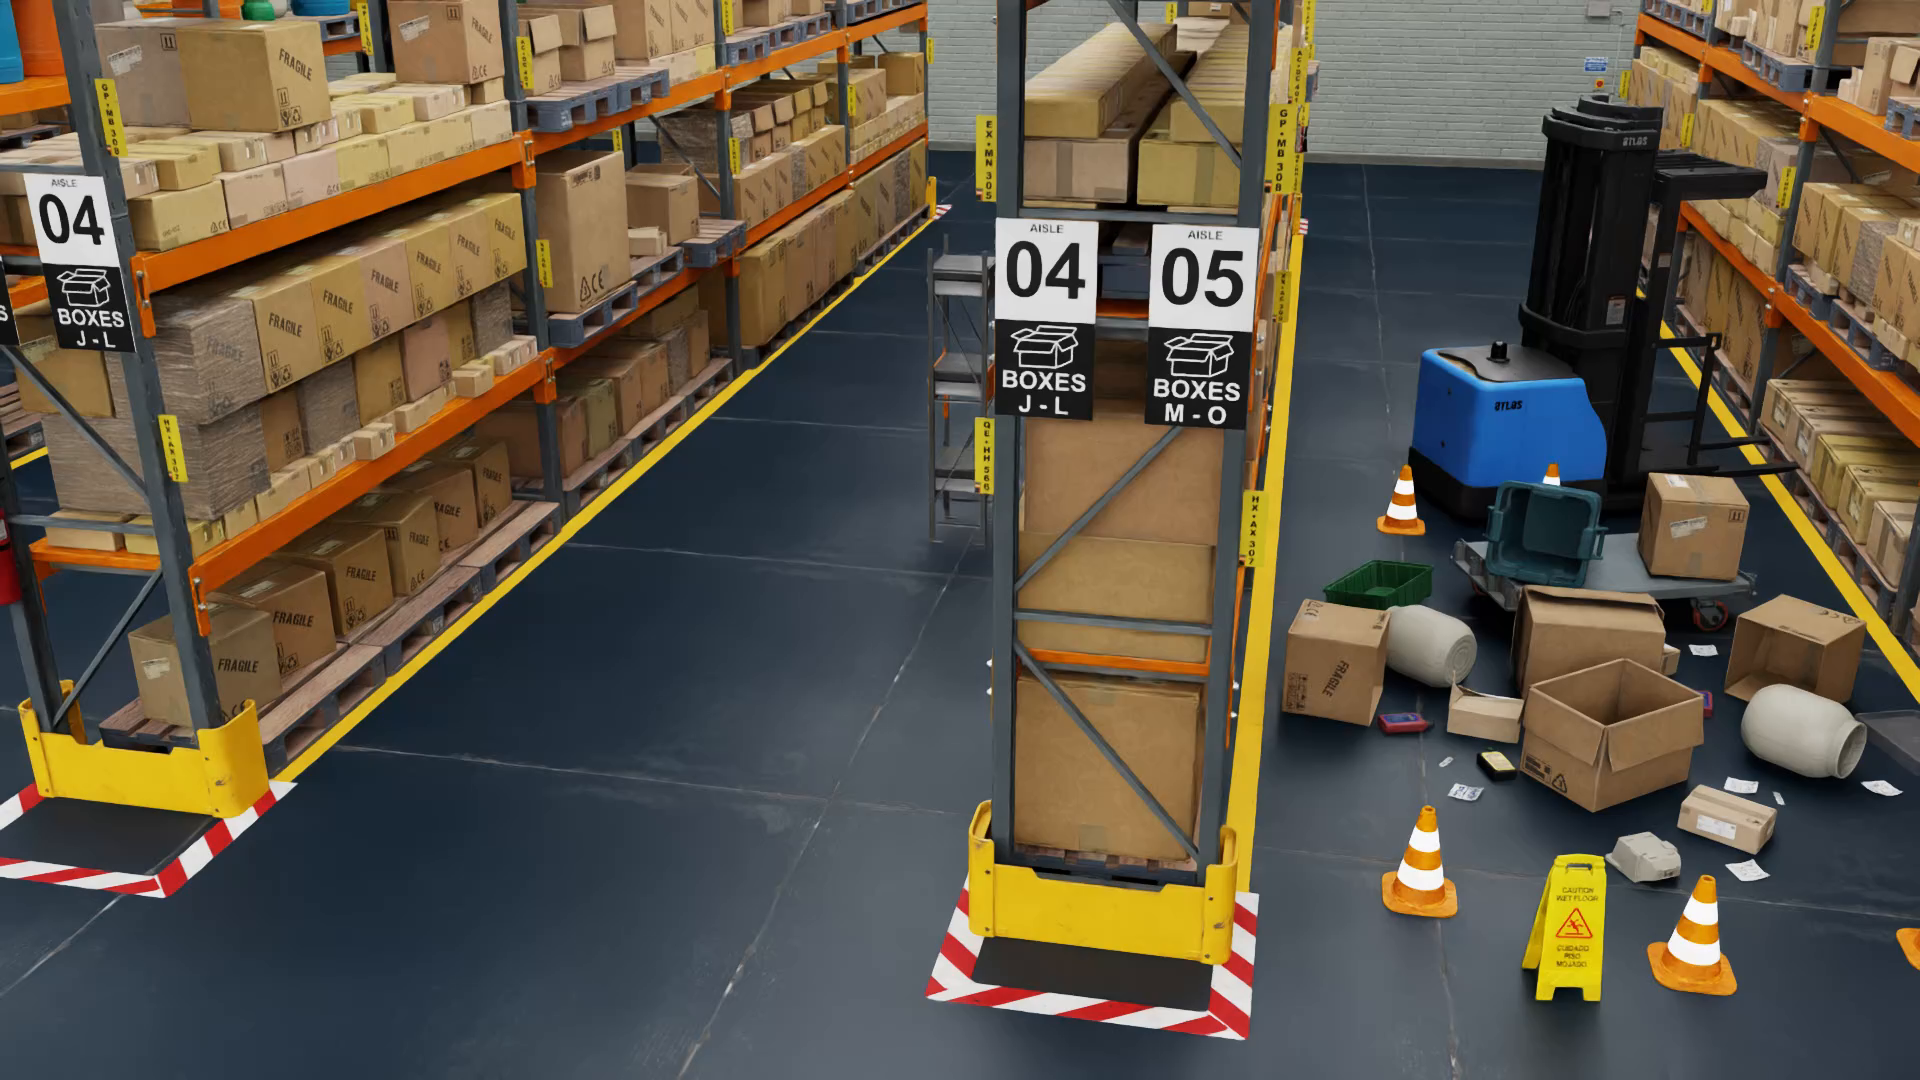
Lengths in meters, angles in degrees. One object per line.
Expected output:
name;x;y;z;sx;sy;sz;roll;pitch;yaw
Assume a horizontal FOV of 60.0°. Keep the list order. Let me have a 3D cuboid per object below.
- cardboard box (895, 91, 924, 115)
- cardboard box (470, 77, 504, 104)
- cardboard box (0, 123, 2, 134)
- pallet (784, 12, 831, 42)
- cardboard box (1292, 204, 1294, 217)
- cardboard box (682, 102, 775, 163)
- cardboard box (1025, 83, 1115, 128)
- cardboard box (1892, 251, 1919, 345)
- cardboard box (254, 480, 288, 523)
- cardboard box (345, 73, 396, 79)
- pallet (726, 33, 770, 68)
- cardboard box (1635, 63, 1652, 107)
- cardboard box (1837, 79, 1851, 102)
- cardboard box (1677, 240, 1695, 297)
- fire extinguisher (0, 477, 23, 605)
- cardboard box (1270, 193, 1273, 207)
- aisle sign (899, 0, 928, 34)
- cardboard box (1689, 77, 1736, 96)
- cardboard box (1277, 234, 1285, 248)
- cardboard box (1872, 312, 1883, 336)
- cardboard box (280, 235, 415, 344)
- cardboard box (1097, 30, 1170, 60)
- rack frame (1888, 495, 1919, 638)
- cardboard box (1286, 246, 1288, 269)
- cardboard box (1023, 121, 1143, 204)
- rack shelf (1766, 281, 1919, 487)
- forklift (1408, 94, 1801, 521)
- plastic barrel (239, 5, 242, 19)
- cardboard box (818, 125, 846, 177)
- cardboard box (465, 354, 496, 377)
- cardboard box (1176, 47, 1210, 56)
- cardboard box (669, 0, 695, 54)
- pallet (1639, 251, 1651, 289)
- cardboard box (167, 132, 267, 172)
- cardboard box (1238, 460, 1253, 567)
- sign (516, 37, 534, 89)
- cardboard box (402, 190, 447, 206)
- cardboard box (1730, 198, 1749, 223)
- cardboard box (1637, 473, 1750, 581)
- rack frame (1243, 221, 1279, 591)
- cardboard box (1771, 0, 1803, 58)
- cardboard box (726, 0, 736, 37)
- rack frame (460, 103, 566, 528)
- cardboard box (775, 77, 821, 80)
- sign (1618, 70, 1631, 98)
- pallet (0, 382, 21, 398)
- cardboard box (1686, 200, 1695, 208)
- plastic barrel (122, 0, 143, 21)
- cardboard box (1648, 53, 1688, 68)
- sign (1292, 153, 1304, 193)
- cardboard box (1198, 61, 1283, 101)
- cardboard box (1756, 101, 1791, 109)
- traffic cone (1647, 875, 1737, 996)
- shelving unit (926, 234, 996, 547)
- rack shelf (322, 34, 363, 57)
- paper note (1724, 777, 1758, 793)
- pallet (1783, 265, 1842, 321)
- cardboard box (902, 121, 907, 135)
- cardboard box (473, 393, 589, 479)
cardboard box;-0.770;-5.788;22.012;0.500;0.250;0.500;4;22;10
cardboard box;-3.163;-2.894;10.676;0.380;0.149;0.250;5;23;13
cardboard box;-11.838;-5.039;19.655;0.700;0.500;0.500;8;23;19
pallet;-1.886;-5.418;17.531;0.805;0.209;1.217;4;22;9
cardboard box;3.893;-4.053;20.360;0.380;0.149;0.250;5;23;13
cardboard box;-2.263;-4.007;16.311;0.797;0.503;0.637;5;22;12
cardboard box;0.428;-1.776;6.807;0.380;0.149;0.250;5;22;11
cardboard box;6.291;-1.520;10.518;0.500;0.500;0.500;5;22;11
cardboard box;-3.769;-0.215;8.709;0.380;0.149;0.250;4;22;11
cardboard box;-3.748;-2.940;10.789;0.380;0.149;0.250;4;22;9
pallet;-2.484;-4.534;15.335;1.213;0.211;1.003;6;23;13
cardboard box;8.295;-5.328;19.596;0.500;0.500;0.500;4;22;9
cardboard box;6.907;-3.408;12.622;0.380;0.149;0.250;4;22;11
cardboard box;8.188;-2.926;17.972;0.875;0.438;0.875;4;22;10
fire extinguisher;-4.670;-0.023;7.998;0.296;0.674;0.183;4;22;11
cardboard box;1.177;-1.545;7.299;0.380;0.149;0.250;5;22;11
aisle sign;-0.623;-7.126;22.053;0.394;0.787;0.004;4;22;11
cardboard box;7.706;-4.647;17.035;0.380;0.149;0.250;4;22;10
cardboard box;2.237;-2.072;12.850;0.500;0.500;0.500;4;22;10
cardboard box;6.379;-1.432;11.169;0.380;0.149;0.250;4;22;11
cardboard box;-3.511;-1.442;9.550;0.500;0.500;0.500;4;22;11
cardboard box;0.946;-2.706;9.115;0.380;0.149;0.250;4;22;10
rack frame;6.322;-0.773;9.757;1.000;3.000;0.127;4;22;11
cardboard box;2.971;-2.749;16.444;0.500;0.250;0.500;3;22;9
cardboard box;0.466;-1.552;6.782;0.500;0.250;0.500;5;22;12
rack shelf;6.730;-1.171;11.708;1.077;0.370;4.000;4;22;11
forklift;5.036;-1.741;12.253;3.031;2.935;1.130;-4;22;-11
plastic barrel;-7.337;-5.294;16.591;0.301;0.262;0.301;0;22;0
cardboard box;-1.575;-4.309;18.403;0.500;0.500;0.500;5;22;11
cardboard box;-3.306;-1.133;10.988;0.380;0.149;0.250;4;22;11
cardboard box;1.492;-3.145;11.136;0.500;0.250;0.500;4;22;10
cardboard box;-2.510;-4.279;13.645;0.500;0.500;0.500;4;22;11
pallet;8.433;-3.125;19.330;1.003;0.211;1.213;4;22;11
cardboard box;-3.709;-1.939;8.304;0.380;0.149;0.250;5;23;13
cardboard box;0.999;-0.257;8.276;0.875;0.550;0.550;4;22;11
sign;-2.847;-3.121;10.880;0.100;0.325;0.005;4;22;11
cardboard box;-3.720;-2.031;11.011;0.500;0.500;0.500;4;22;11
cardboard box;7.174;-2.971;14.747;0.500;0.250;0.500;4;22;10
cardboard box;4.573;-0.089;10.392;0.500;0.500;0.500;4;22;11
rack frame;1.455;-1.113;10.602;1.000;3.000;0.127;4;22;11
cardboard box;7.154;-4.245;13.667;0.700;0.500;0.500;3;22;8
cardboard box;-2.509;-4.854;15.175;0.797;0.503;0.637;6;23;14
rack frame;-3.380;-1.528;11.633;1.000;3.000;0.127;4;22;11
cardboard box;-1.915;-5.059;19.198;0.500;0.500;0.500;5;22;12
sign;8.228;-5.644;20.588;0.100;0.325;0.005;4;22;11
pallet;-7.859;-1.350;14.923;1.003;0.211;1.213;4;22;11
cardboard box;7.606;-3.488;16.700;0.500;0.250;0.500;4;22;10
plastic barrel;-7.775;-4.722;15.397;0.421;0.512;0.421;0;22;0
cardboard box;8.242;-5.579;19.349;0.380;0.149;0.250;4;22;9
sign;2.816;-3.072;13.916;0.100;0.325;0.005;4;22;11
cardboard box;1.279;-2.099;7.607;0.380;0.149;0.250;4;22;10
cardboard box;8.109;-4.026;16.363;0.500;0.500;0.500;5;23;13
traffic cone;3.175;1.651;7.135;0.336;0.463;0.334;4;22;11
shelving unit;0.034;-1.035;11.612;0.431;2.100;0.503;4;22;11
rack shelf;-7.004;-5.158;17.593;1.077;0.370;4.000;4;22;11
paper note;4.070;1.276;8.660;0.148;0.019;0.142;13;25;29
pallet;7.097;-1.878;12.758;1.213;0.211;1.003;4;22;11
cardboard box;-0.888;-5.271;21.263;0.380;0.149;0.250;4;22;10
cardboard box;-3.233;-0.796;12.571;0.700;0.500;0.500;3;22;7
